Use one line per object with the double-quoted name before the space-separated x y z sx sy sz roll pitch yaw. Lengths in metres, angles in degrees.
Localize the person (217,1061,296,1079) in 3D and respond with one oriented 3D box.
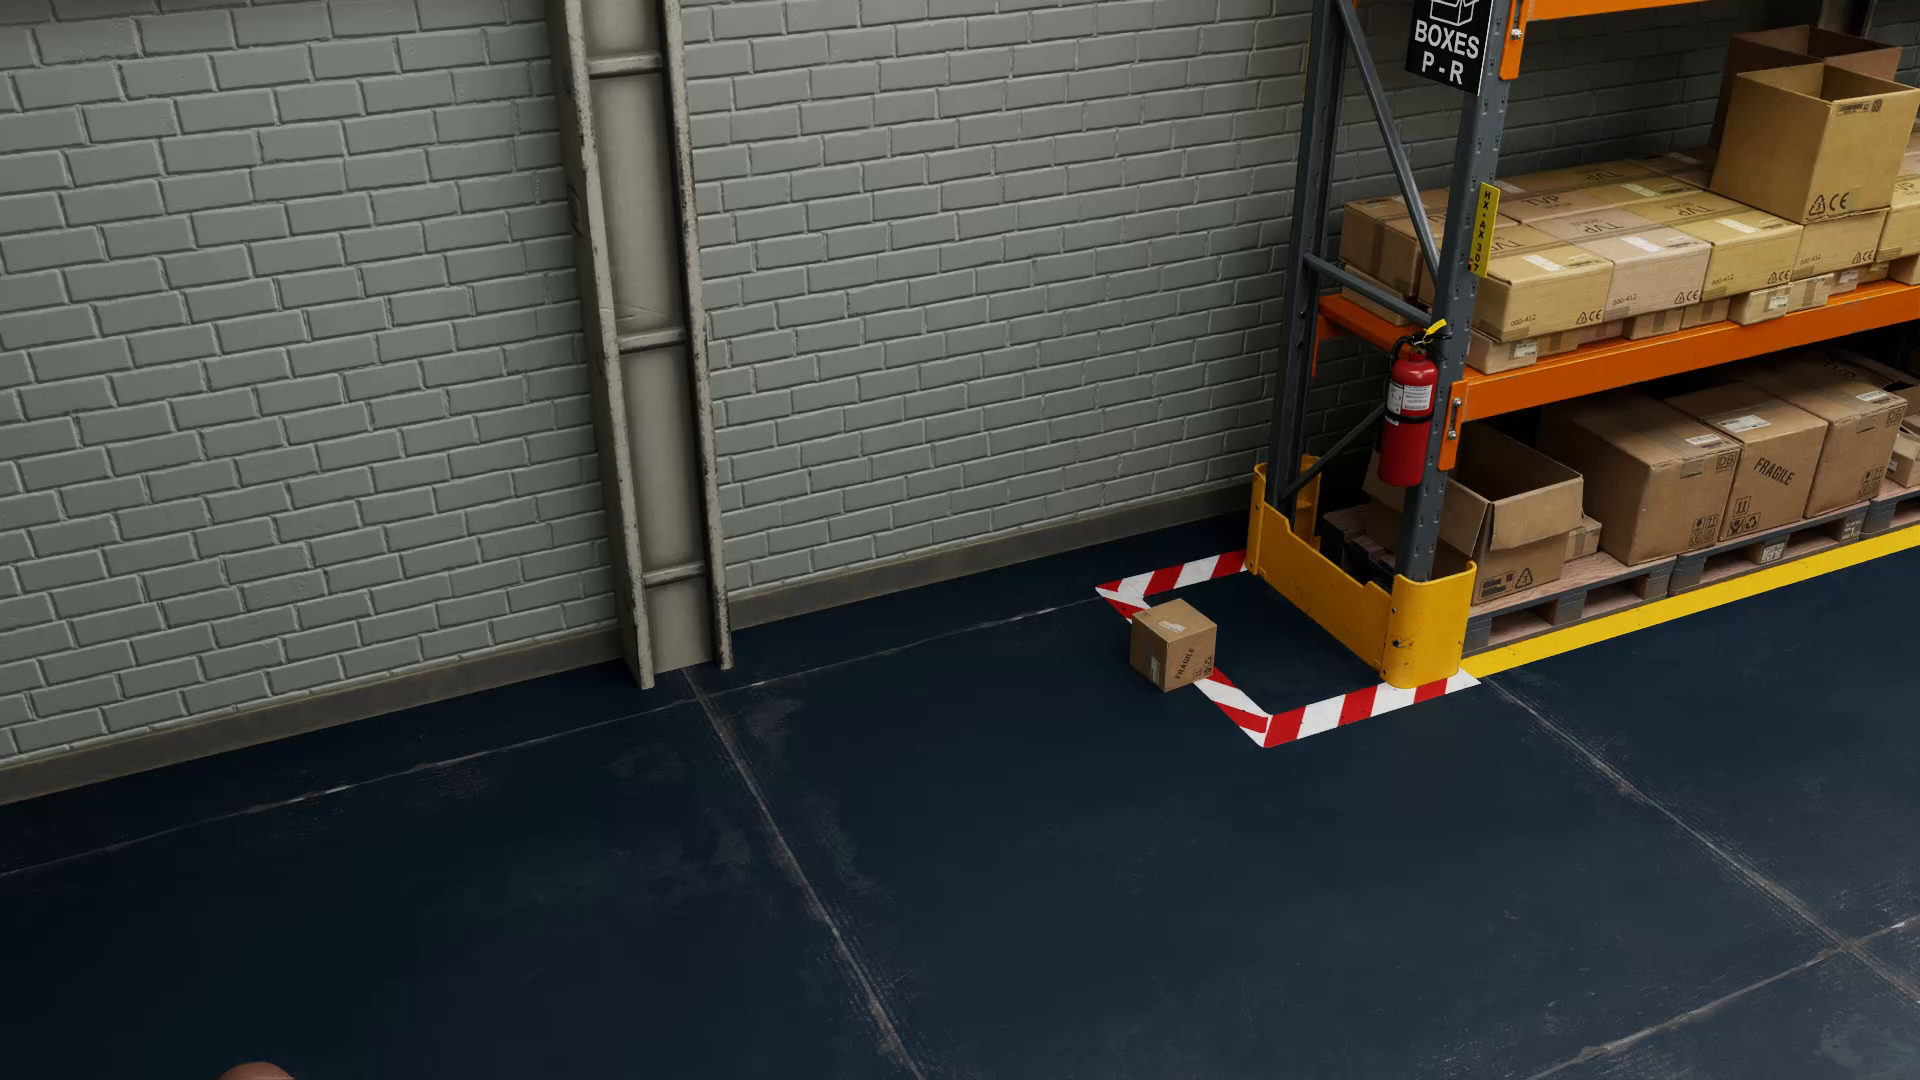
"person" -1.304 1.723 3.067 0.585 1.736 0.685 16 33 26
